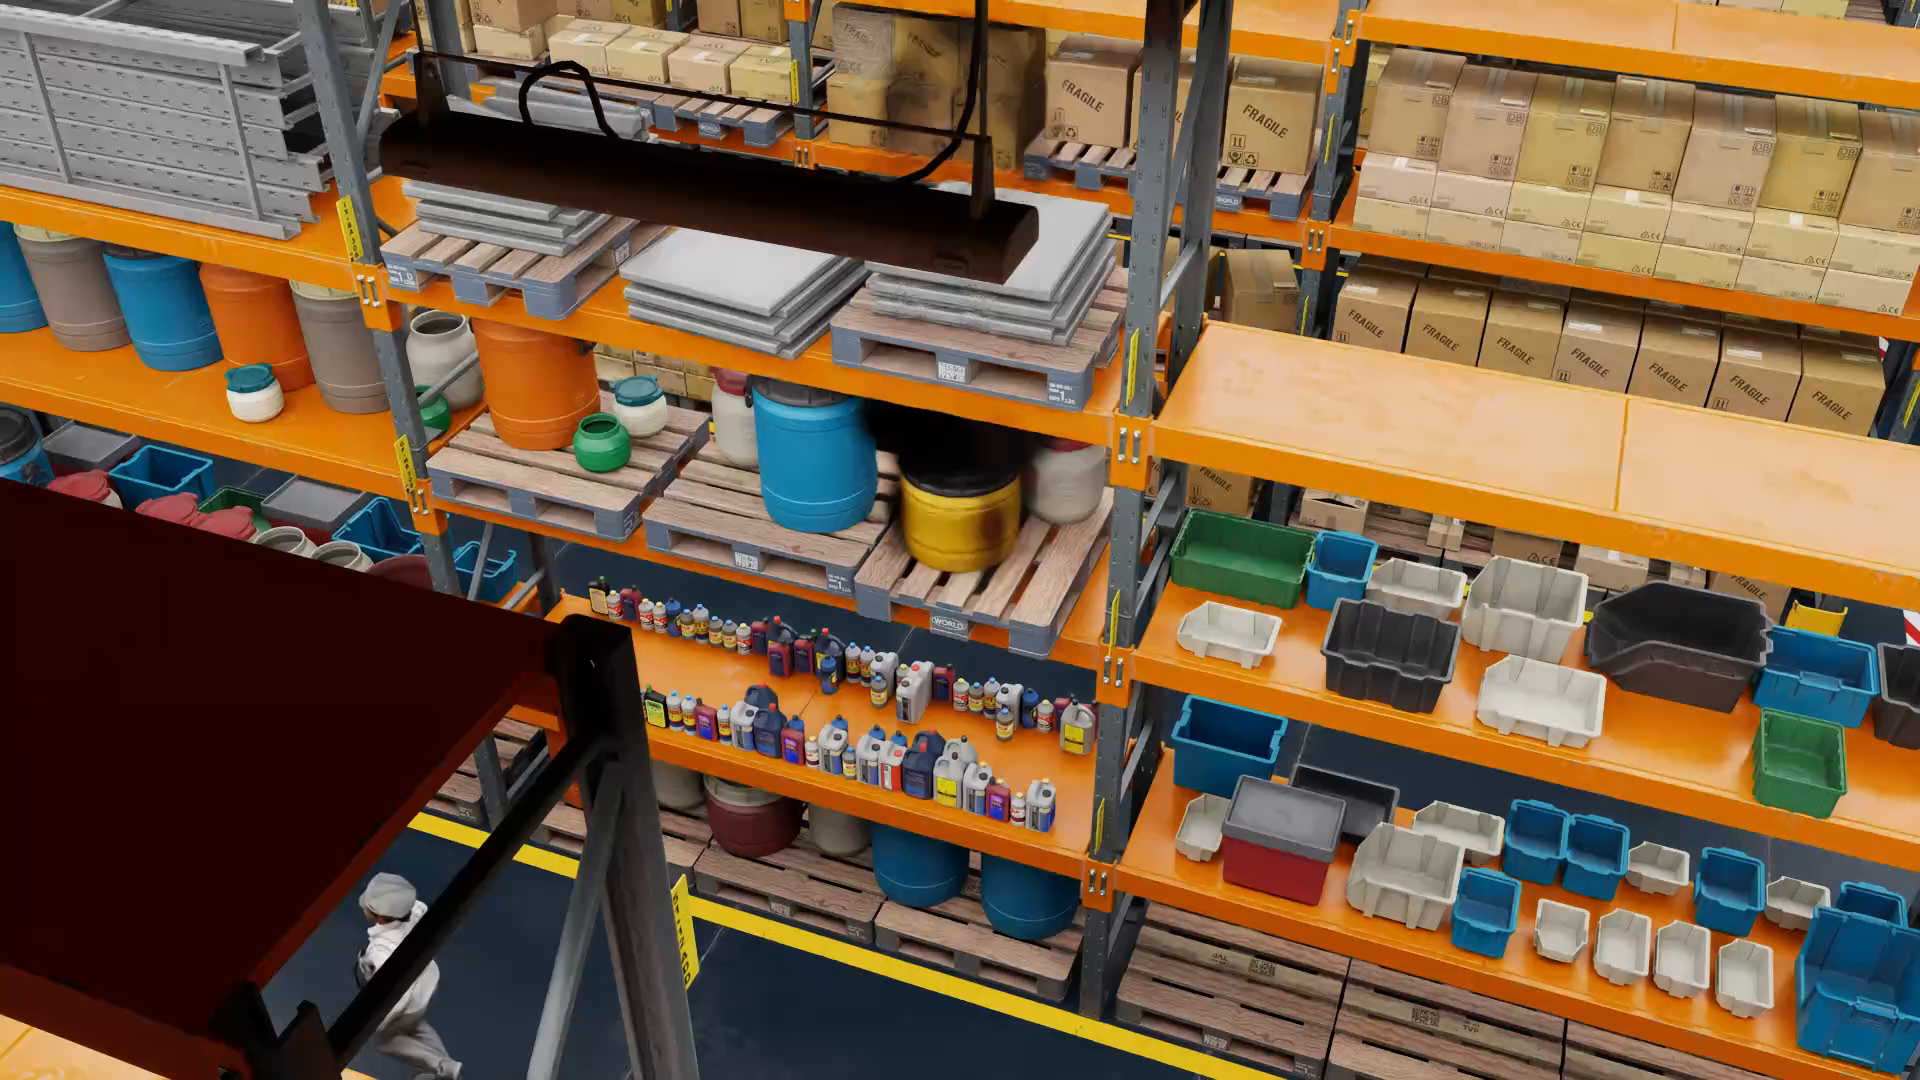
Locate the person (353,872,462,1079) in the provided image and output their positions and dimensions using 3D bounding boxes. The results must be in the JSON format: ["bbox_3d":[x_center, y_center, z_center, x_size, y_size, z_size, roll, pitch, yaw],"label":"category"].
[{"bbox_3d":[-2.955,2.383,8.796,0.524,1.658,0.612,6,37,8],"label":"person"}]
